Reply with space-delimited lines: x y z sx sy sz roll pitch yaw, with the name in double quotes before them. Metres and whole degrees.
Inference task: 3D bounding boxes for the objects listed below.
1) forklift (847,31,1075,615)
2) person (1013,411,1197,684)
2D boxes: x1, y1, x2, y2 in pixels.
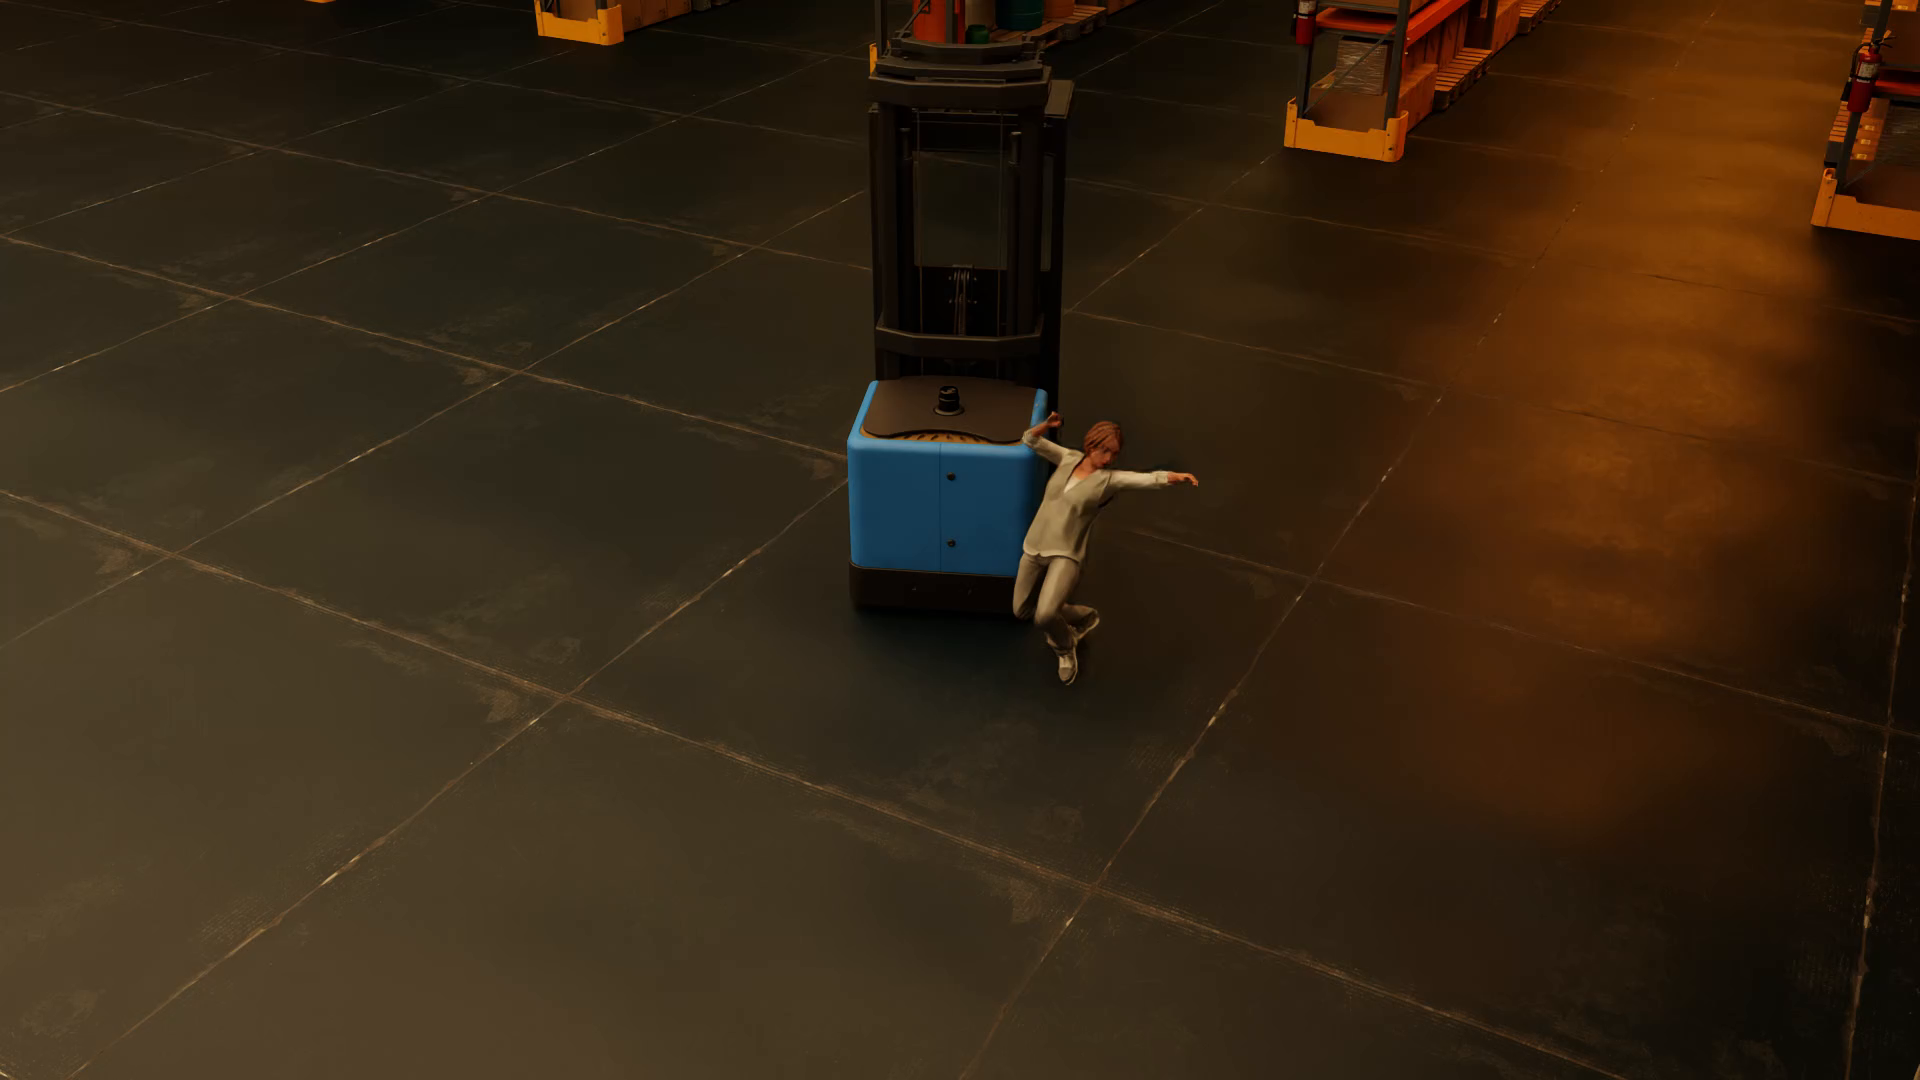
"forklift" 0.072 -1.572 9.794 1.130 2.935 3.031 3 30 6
"person" 0.668 0.065 8.416 0.947 1.497 0.737 26 39 37
